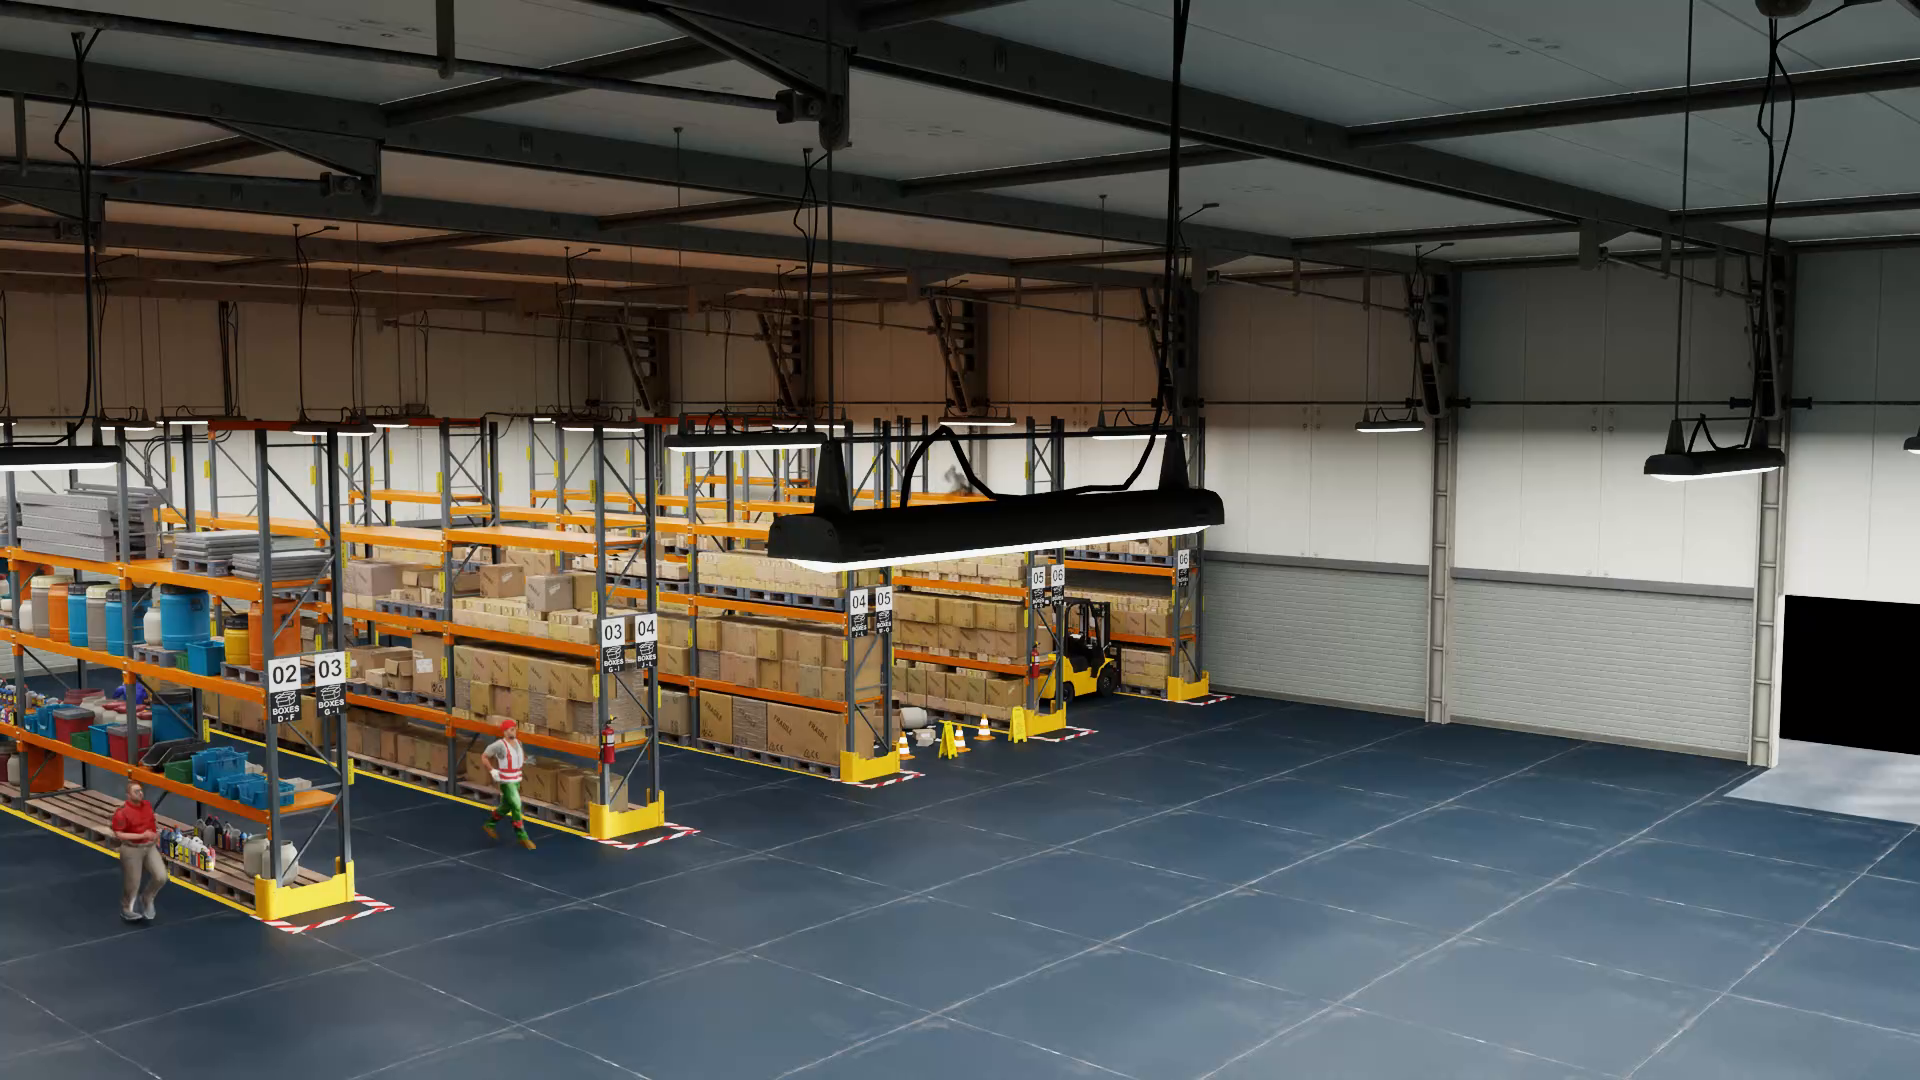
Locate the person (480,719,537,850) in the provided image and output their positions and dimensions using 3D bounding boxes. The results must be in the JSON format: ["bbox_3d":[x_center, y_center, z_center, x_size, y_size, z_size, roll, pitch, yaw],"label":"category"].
[{"bbox_3d":[-6.422,3.454,23.680,0.952,1.816,0.647,2,5,18],"label":"person"}]

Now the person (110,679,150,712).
[{"bbox_3d":[-14.426,3.081,29.013,0.914,1.635,0.581,3,6,34],"label":"person"}]

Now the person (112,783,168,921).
[{"bbox_3d":[-9.949,3.799,20.205,0.682,1.718,0.642,2,5,28],"label":"person"}]
